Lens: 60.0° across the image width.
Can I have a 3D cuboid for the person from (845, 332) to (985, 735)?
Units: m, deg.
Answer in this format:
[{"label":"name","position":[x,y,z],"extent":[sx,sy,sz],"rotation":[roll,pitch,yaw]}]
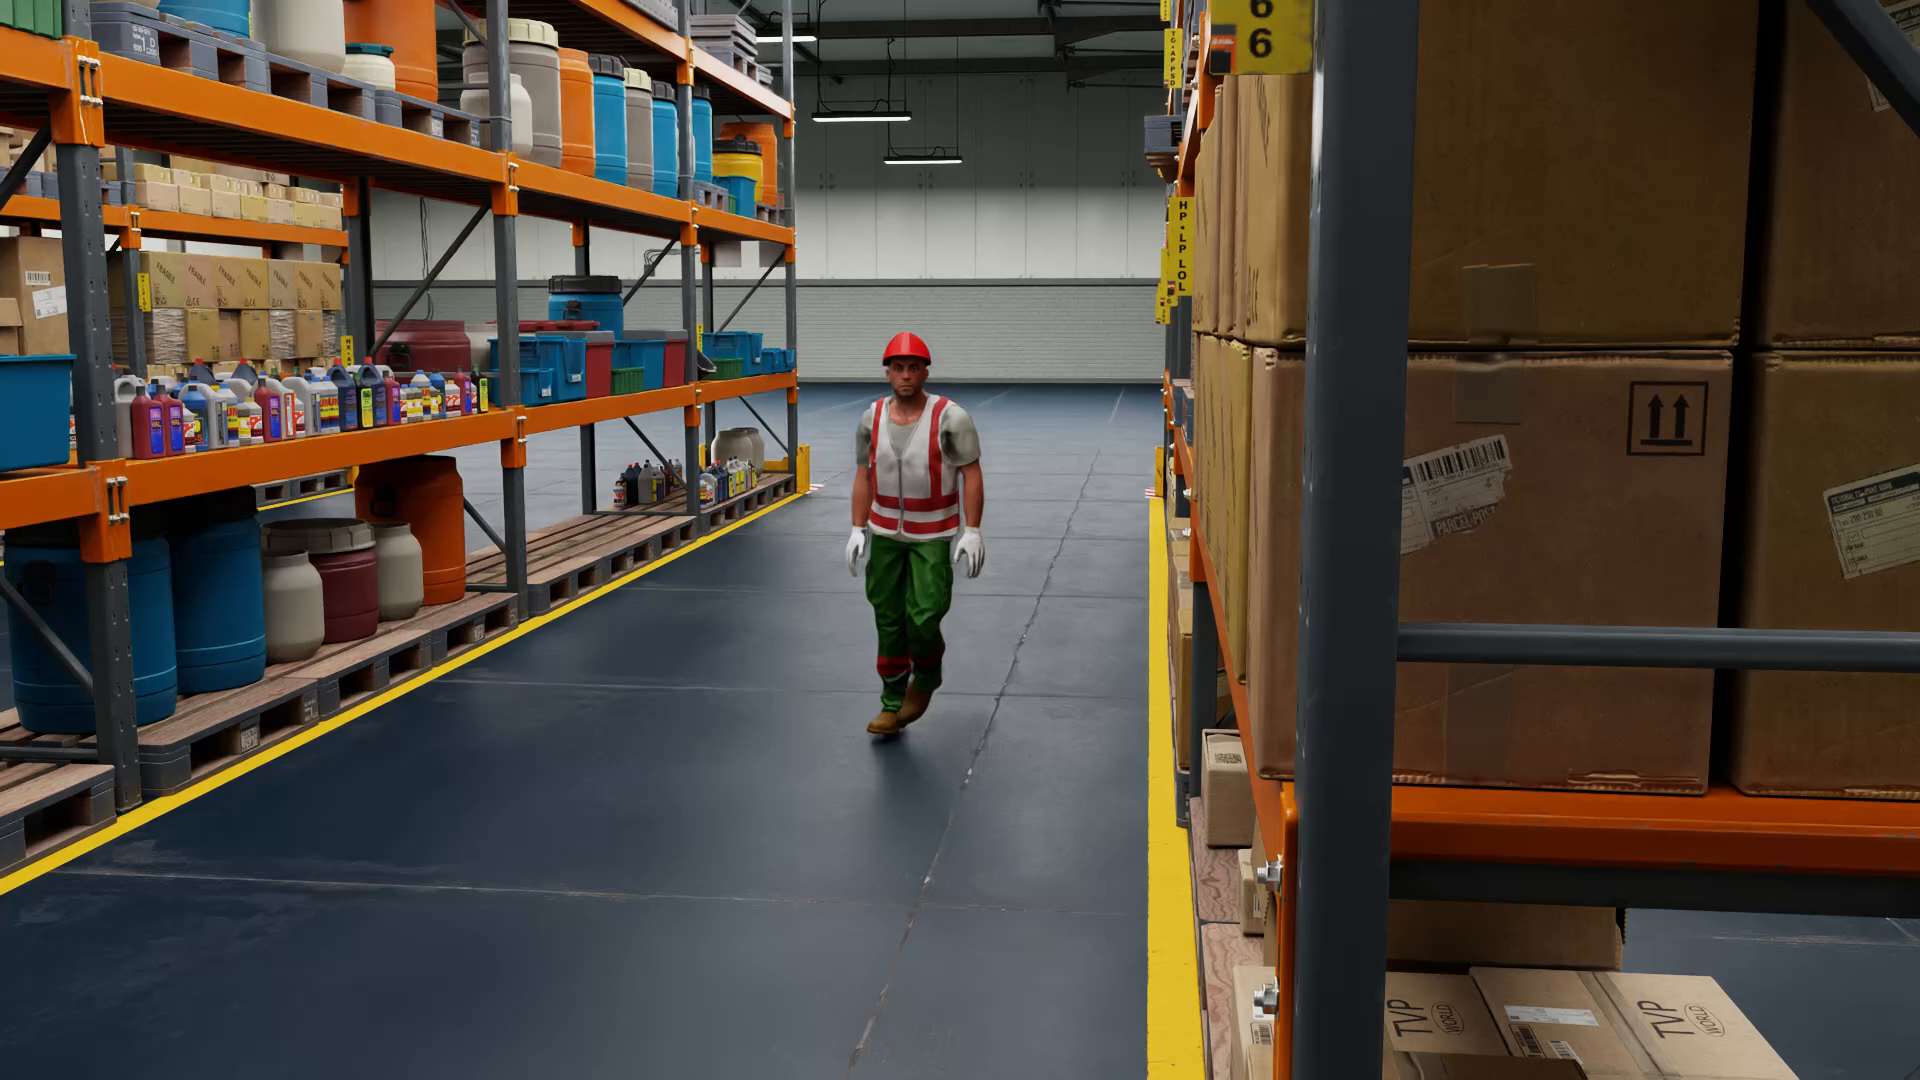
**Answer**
[{"label":"person","position":[-0.181,-0.012,7.183],"extent":[0.611,1.763,0.505],"rotation":[3,8,20]}]
